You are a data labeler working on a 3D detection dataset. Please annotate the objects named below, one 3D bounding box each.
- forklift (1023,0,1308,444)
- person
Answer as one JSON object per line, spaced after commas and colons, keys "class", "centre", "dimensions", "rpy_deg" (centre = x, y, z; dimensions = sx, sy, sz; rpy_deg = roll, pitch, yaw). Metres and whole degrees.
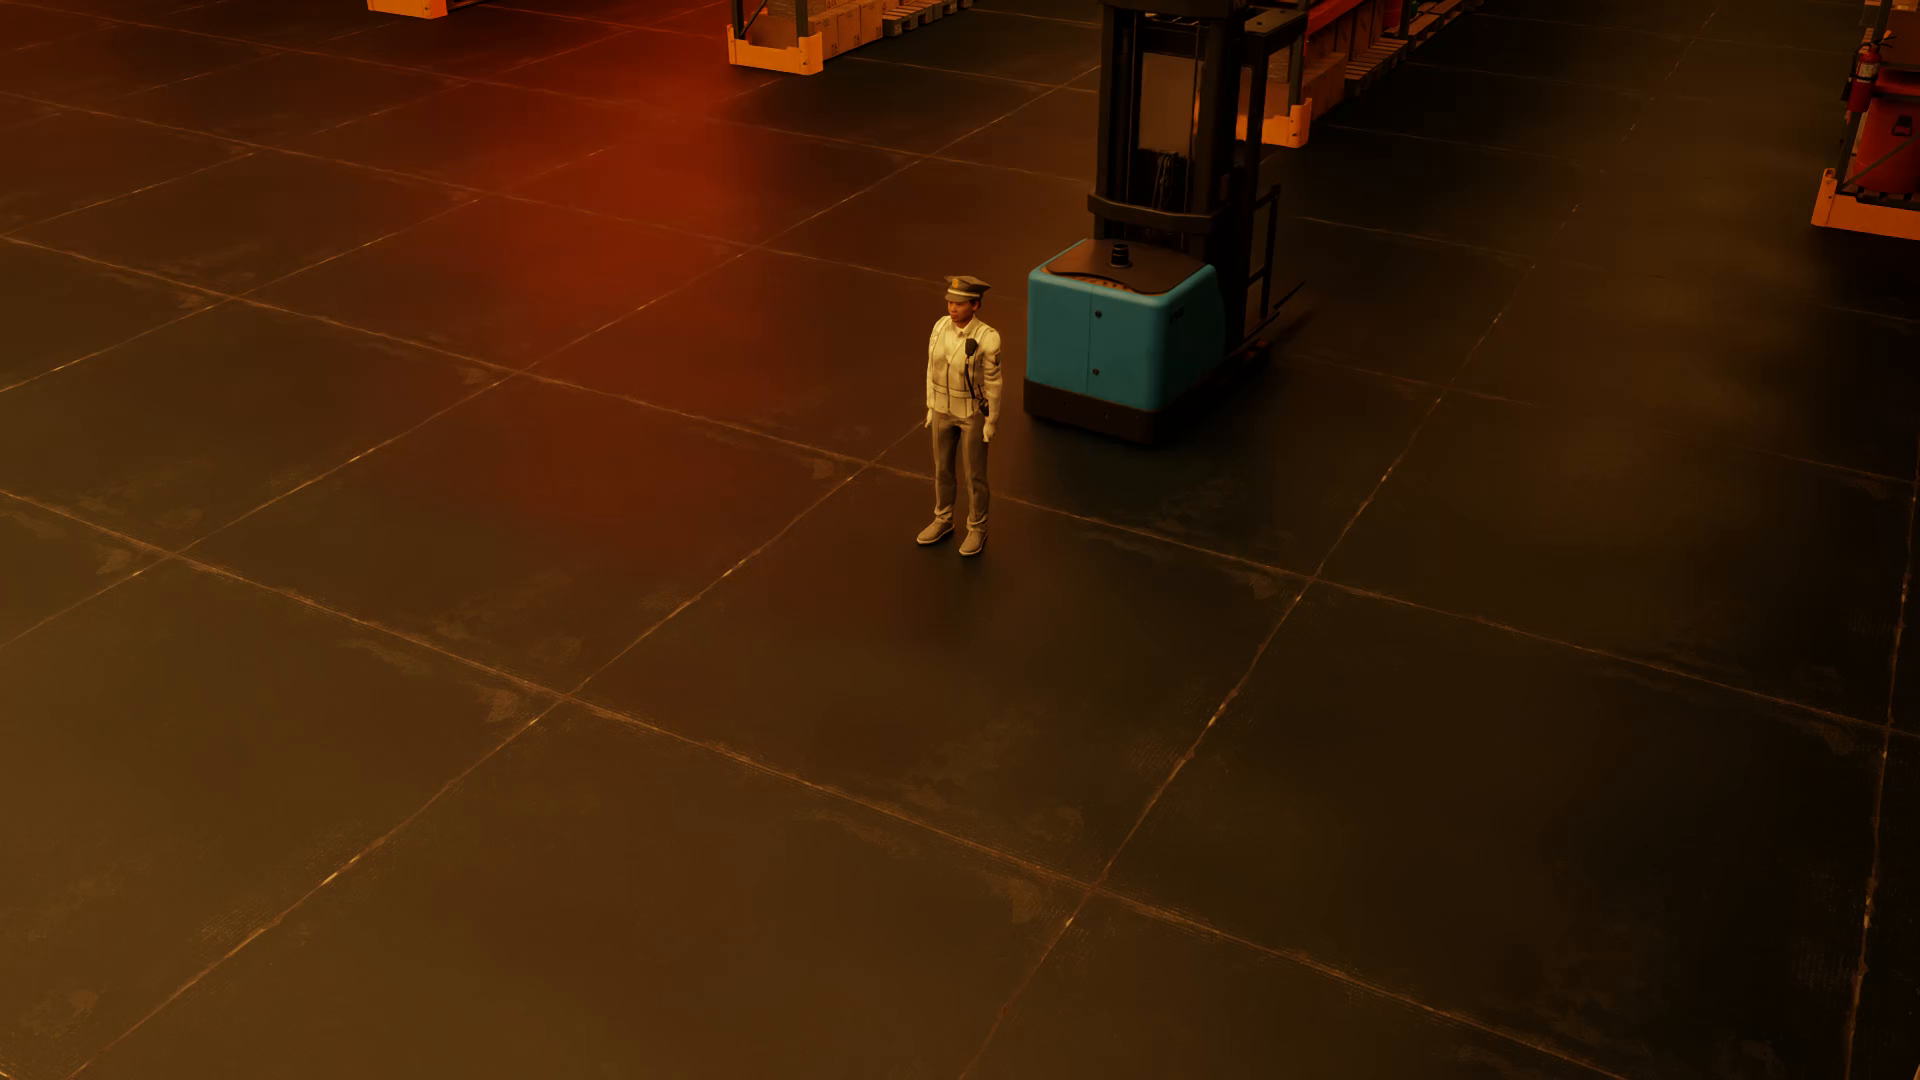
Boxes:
{"class": "forklift", "centre": [1.645, -2.596, 11.569], "dimensions": [1.130, 2.935, 3.031], "rpy_deg": [17, 34, 27]}
{"class": "person", "centre": [0.005, -0.729, 9.579], "dimensions": [0.461, 1.694, 0.354], "rpy_deg": [15, 33, 25]}
